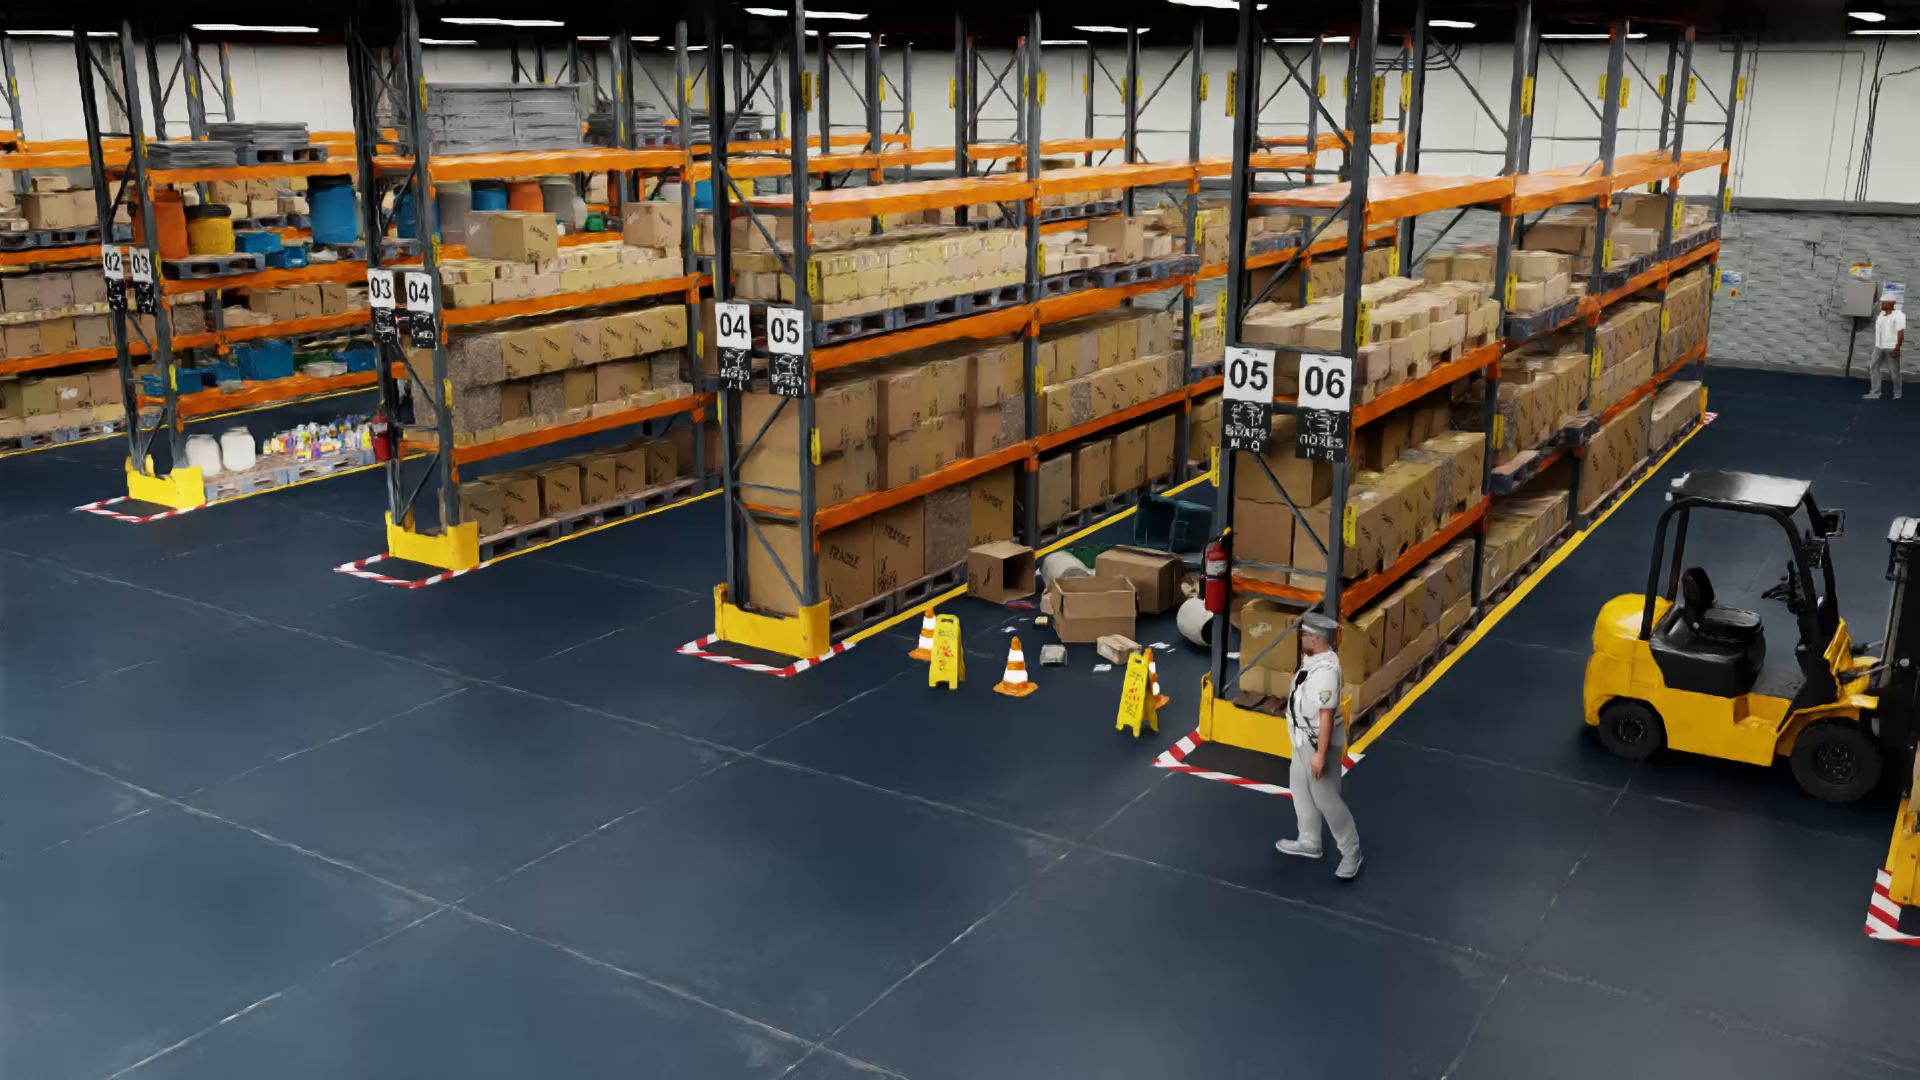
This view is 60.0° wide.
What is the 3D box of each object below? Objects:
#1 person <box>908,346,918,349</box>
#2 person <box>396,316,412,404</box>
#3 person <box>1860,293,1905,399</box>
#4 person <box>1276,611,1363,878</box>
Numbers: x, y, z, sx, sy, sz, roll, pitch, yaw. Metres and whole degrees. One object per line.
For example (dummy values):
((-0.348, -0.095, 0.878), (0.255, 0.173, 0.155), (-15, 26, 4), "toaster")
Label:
((-0.611, -1.942, 23.290), (0.463, 1.547, 0.998), (9, 18, 30), "person")
((-9.211, -3.134, 27.225), (0.577, 1.716, 1.104), (7, 17, 23), "person")
((15.344, -3.197, 27.472), (0.594, 1.757, 0.595), (-3, 16, -11), "person")
((2.457, 1.349, 11.149), (0.561, 1.748, 0.655), (1, 16, 5), "person")
